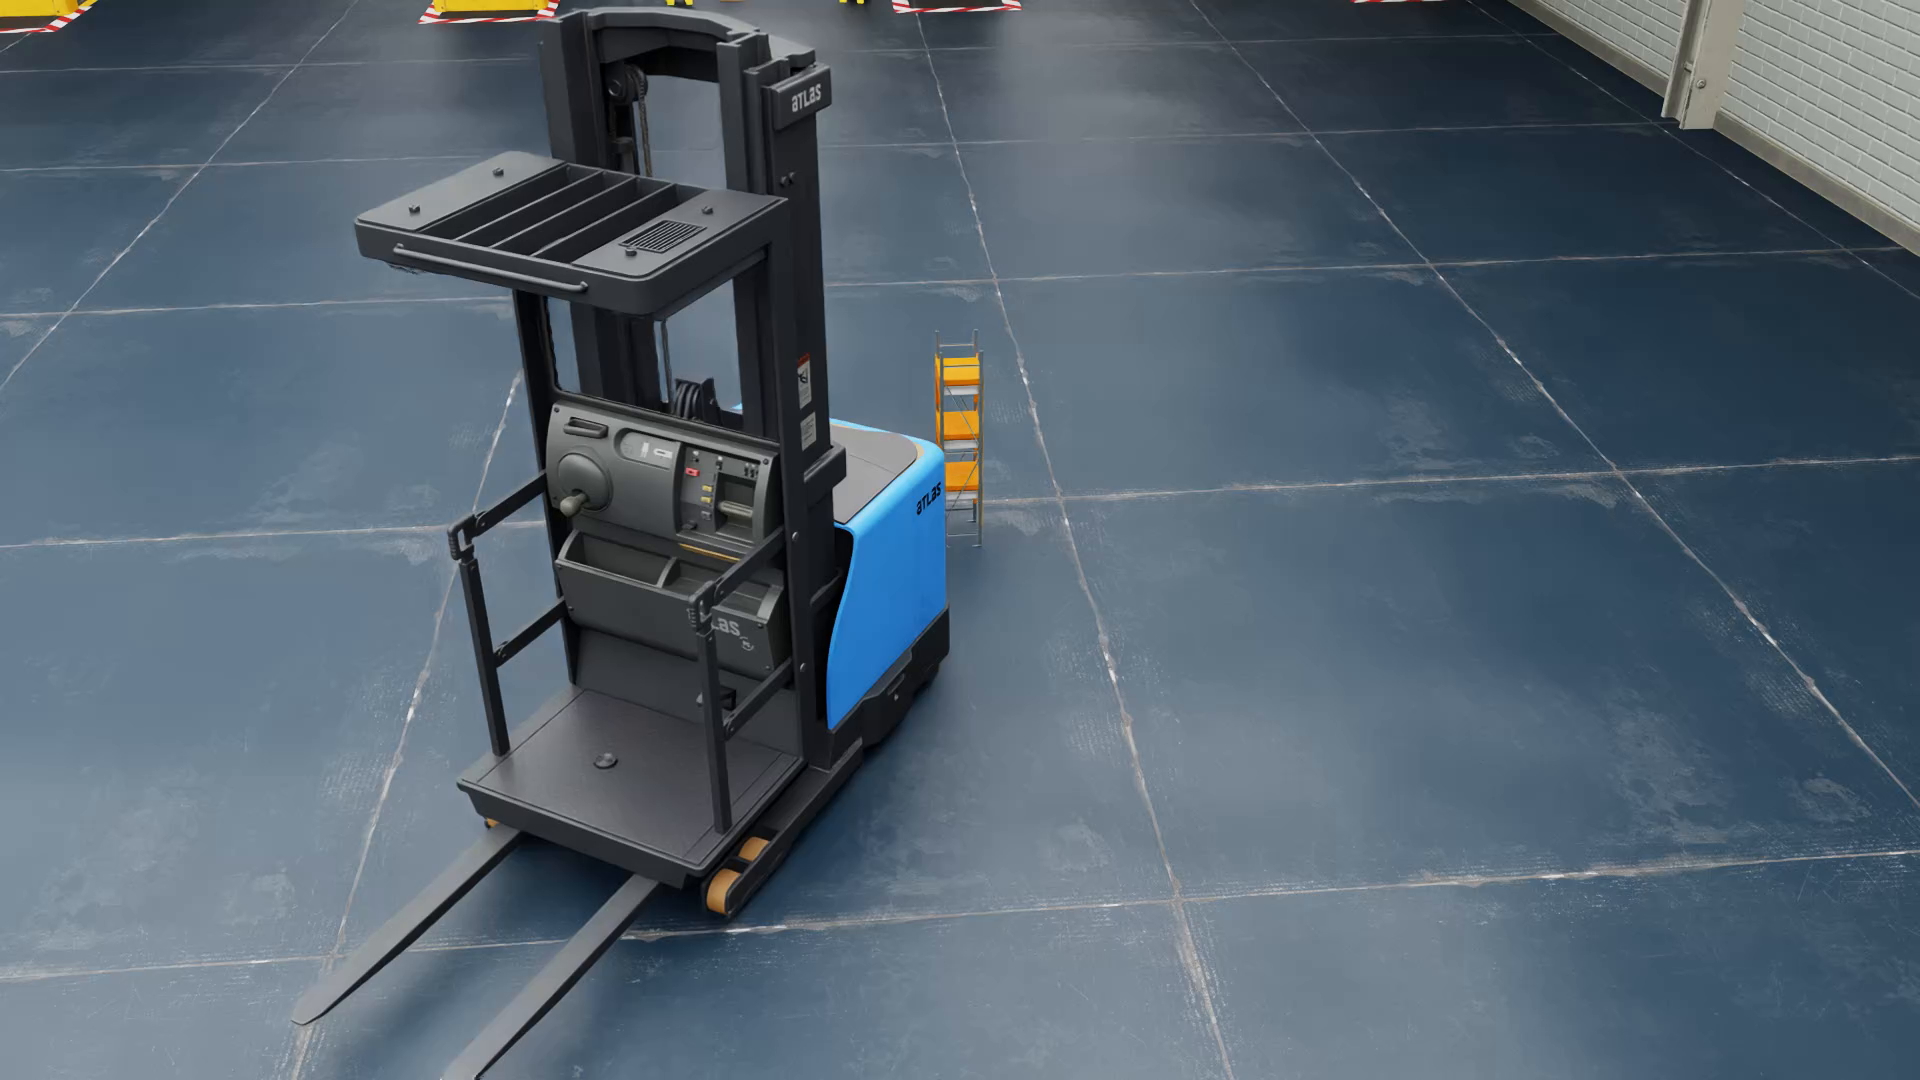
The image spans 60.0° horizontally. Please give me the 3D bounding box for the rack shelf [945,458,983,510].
[{"bbox_3d":[-0.005,-0.230,8.174,0.215,0.259,0.240,-3,31,-5],"label":"rack shelf"}]

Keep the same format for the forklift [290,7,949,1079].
[{"bbox_3d":[-1.155,-0.166,5.670,1.130,2.935,3.031,14,34,22],"label":"forklift"}]

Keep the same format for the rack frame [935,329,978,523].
[{"bbox_3d":[-0.016,-0.540,8.131,0.200,1.050,0.008,-3,31,-5],"label":"rack frame"}]

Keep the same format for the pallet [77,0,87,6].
[{"bbox_3d":[-10.007,-6.082,18.226,1.003,0.211,1.213,-3,31,-5],"label":"pallet"}]

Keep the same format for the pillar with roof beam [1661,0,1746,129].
[{"bbox_3d":[1.956,-7.243,11.600,9.100,9.000,0.400,-3,31,-5],"label":"pillar with roof beam"}]

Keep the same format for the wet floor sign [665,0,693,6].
[{"bbox_3d":[-3.037,-6.079,17.798,0.267,0.644,0.232,-8,32,-13],"label":"wet floor sign"}]

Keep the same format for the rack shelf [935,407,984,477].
[{"bbox_3d":[-0.005,-0.469,8.032,0.215,0.259,0.240,-3,31,-5],"label":"rack shelf"}]

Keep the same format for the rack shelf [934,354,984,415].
[{"bbox_3d":[-0.005,-0.713,7.886,0.215,0.259,0.240,-3,31,-5],"label":"rack shelf"}]

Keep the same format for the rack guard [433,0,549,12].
[{"bbox_3d":[-5.009,-5.924,17.681,1.175,0.500,0.348,-3,31,-5],"label":"rack guard"}]

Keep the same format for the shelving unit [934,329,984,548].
[{"bbox_3d":[-0.005,-0.478,8.027,0.215,1.050,0.252,-3,31,-5],"label":"shelving unit"}]

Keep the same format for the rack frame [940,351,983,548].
[{"bbox_3d":[0.006,-0.416,7.922,0.200,1.050,0.008,-3,31,-5],"label":"rack frame"}]

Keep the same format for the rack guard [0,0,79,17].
[{"bbox_3d":[-9.966,-5.789,17.455,1.175,0.500,0.348,-3,31,-5],"label":"rack guard"}]

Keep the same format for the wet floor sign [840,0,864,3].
[{"bbox_3d":[-1.140,-6.139,17.899,0.267,0.644,0.232,8,32,13],"label":"wet floor sign"}]
